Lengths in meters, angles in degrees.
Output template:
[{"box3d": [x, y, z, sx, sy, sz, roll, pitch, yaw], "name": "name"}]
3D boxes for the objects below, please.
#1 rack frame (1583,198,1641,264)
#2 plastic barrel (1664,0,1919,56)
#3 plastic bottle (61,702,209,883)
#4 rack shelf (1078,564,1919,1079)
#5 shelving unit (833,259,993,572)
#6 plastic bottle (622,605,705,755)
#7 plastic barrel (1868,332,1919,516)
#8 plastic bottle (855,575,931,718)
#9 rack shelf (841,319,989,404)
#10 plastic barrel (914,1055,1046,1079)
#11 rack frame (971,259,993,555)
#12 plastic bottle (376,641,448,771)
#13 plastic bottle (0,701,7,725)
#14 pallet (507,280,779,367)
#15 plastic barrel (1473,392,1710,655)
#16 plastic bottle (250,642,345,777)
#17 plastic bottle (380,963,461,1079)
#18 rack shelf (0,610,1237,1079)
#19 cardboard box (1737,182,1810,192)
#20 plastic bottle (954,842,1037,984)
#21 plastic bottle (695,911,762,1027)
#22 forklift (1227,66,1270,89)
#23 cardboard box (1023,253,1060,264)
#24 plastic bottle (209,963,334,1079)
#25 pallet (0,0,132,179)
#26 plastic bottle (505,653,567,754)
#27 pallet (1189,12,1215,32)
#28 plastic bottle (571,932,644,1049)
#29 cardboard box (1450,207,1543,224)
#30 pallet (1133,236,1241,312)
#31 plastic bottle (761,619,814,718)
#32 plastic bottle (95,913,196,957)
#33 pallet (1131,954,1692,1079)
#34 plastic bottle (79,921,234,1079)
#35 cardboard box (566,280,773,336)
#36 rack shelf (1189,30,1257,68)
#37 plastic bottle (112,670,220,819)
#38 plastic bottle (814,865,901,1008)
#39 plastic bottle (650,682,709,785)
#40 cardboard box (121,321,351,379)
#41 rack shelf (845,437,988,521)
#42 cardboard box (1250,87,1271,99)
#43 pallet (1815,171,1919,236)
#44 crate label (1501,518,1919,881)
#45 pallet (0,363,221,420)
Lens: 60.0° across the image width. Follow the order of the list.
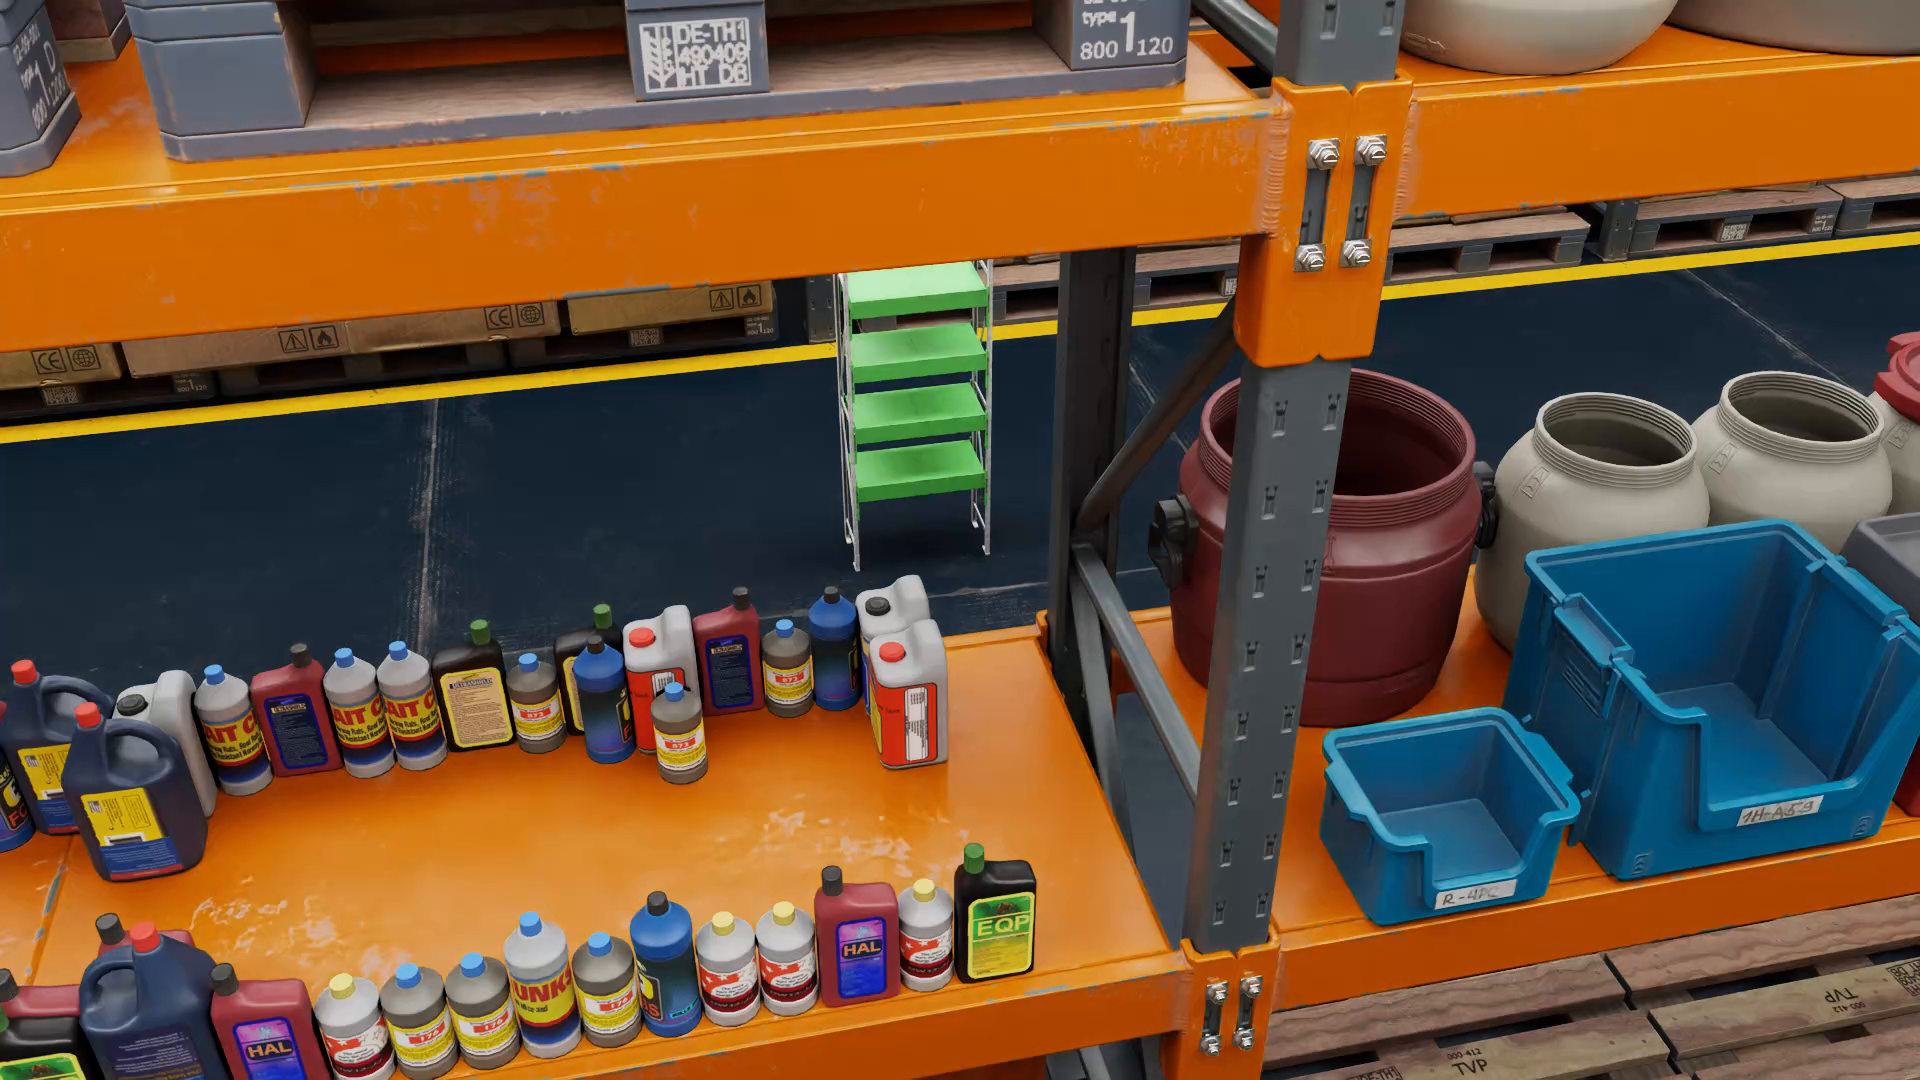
[{"box3d": [3.167, -2.904, 7.885, 0.127, 3.000, 1.000, -7, 35, -11], "name": "rack frame"}, {"box3d": [1.207, -1.157, 2.140, 0.600, 0.901, 0.600, 0, 34, 0], "name": "plastic barrel"}, {"box3d": [-1.480, 0.432, 2.958, 0.185, 0.351, 0.144, -7, 35, -11], "name": "plastic bottle"}, {"box3d": [2.309, 0.333, 3.708, 4.000, 0.370, 1.077, -7, 35, -11], "name": "rack shelf"}, {"box3d": [-0.161, -0.478, 5.885, 0.503, 1.200, 0.258, -7, 35, -11], "name": "shelving unit"}, {"box3d": [-0.586, 0.266, 3.273, 0.135, 0.276, 0.152, -7, 35, -11], "name": "plastic bottle"}, {"box3d": [2.141, -0.126, 3.624, 0.433, 0.535, 0.433, 0, 34, 0], "name": "plastic barrel"}, {"box3d": [-0.135, 0.209, 3.358, 0.135, 0.276, 0.152, -7, 35, -11], "name": "plastic bottle"}, {"box3d": [-0.161, -0.624, 5.787, 0.480, 0.148, 0.258, -7, 35, -11], "name": "rack shelf"}, {"box3d": [-0.115, 1.076, 3.525, 0.708, 0.830, 0.600, -7, 35, -11], "name": "plastic barrel"}, {"box3d": [0.077, -0.508, 5.930, 0.015, 1.200, 0.240, -7, 35, -11], "name": "rack frame"}, {"box3d": [-1.061, 0.312, 3.209, 0.097, 0.271, 0.097, 0, 34, 0], "name": "plastic bottle"}, {"box3d": [-1.809, 0.391, 3.080, 0.133, 0.283, 0.061, -7, 35, -11], "name": "plastic bottle"}, {"box3d": [-1.520, -1.198, 7.846, 1.213, 0.211, 1.003, -7, 35, -11], "name": "pallet"}, {"box3d": [1.315, -0.009, 3.471, 0.421, 0.512, 0.421, 0, 34, 0], "name": "plastic barrel"}, {"box3d": [-1.272, 0.323, 3.181, 0.133, 0.283, 0.061, -7, 35, -11], "name": "plastic bottle"}, {"box3d": [-0.853, 0.749, 2.621, 0.097, 0.201, 0.097, 0, 34, 0], "name": "plastic bottle"}, {"box3d": [-1.592, 0.825, 2.975, 4.000, 0.370, 1.077, -7, 35, -11], "name": "rack shelf"}, {"box3d": [4.123, -2.142, 8.616, 0.500, 0.500, 0.500, 3, 34, 5], "name": "cardboard box"}, {"box3d": [0.058, 0.610, 2.754, 0.133, 0.283, 0.061, -7, 35, -11], "name": "plastic bottle"}, {"box3d": [-0.379, 0.689, 2.710, 0.097, 0.201, 0.097, 0, 34, 0], "name": "plastic bottle"}, {"box3d": [1.672, -4.047, 9.650, 3.031, 2.935, 1.130, -7, 34, -10], "name": "forklift"}, {"box3d": [0.453, -1.725, 7.977, 0.500, 0.500, 0.700, -10, 35, -14], "name": "cardboard box"}, {"box3d": [-1.057, 0.751, 2.544, 0.133, 0.283, 0.061, -7, 35, -11], "name": "plastic bottle"}, {"box3d": [-1.695, -0.686, 2.058, 1.213, 0.211, 1.003, -7, 35, -11], "name": "pallet"}, {"box3d": [-0.836, 0.313, 3.270, 0.097, 0.201, 0.097, 0, 34, 0], "name": "plastic bottle"}, {"box3d": [1.187, -2.598, 7.601, 1.213, 0.211, 1.003, -7, 35, -11], "name": "pallet"}, {"box3d": [-0.569, 0.713, 2.674, 0.097, 0.201, 0.097, 0, 34, 0], "name": "plastic bottle"}, {"box3d": [2.564, -1.984, 8.364, 0.500, 0.500, 0.700, -10, 35, -14], "name": "cardboard box"}, {"box3d": [1.216, -1.497, 8.292, 1.213, 0.211, 1.003, -7, 35, -11], "name": "pallet"}, {"box3d": [-0.349, 0.251, 3.362, 0.097, 0.201, 0.097, 0, 34, 0], "name": "plastic bottle"}, {"box3d": [-1.269, 0.695, 2.627, 0.133, 0.283, 0.061, -7, 35, -11], "name": "plastic bottle"}, {"box3d": [1.122, 1.364, 4.028, 1.213, 0.211, 1.003, -7, 35, -11], "name": "pallet"}, {"box3d": [-1.221, 0.720, 2.530, 0.185, 0.351, 0.144, -7, 35, -11], "name": "plastic bottle"}, {"box3d": [-1.412, -1.630, 7.518, 0.875, 0.875, 1.225, -9, 35, -13], "name": "cardboard box"}, {"box3d": [1.216, -2.359, 7.719, 4.000, 0.370, 1.077, -7, 35, -11], "name": "rack shelf"}, {"box3d": [-1.488, 0.380, 3.104, 0.135, 0.276, 0.152, -7, 35, -11], "name": "plastic bottle"}, {"box3d": [-0.167, 0.639, 2.711, 0.133, 0.283, 0.061, -7, 35, -11], "name": "plastic bottle"}, {"box3d": [-0.541, 0.362, 3.196, 0.097, 0.201, 0.097, 0, 34, 0], "name": "plastic bottle"}, {"box3d": [-3.145, -1.412, 7.192, 0.875, 0.875, 1.225, -8, 35, -12], "name": "cardboard box"}, {"box3d": [-0.161, -0.226, 6.055, 0.480, 0.148, 0.258, -7, 35, -11], "name": "rack shelf"}, {"box3d": [1.549, -1.867, 8.189, 0.500, 0.500, 0.700, -10, 35, -15], "name": "cardboard box"}, {"box3d": [5.007, -1.999, 9.040, 1.213, 0.211, 1.003, -7, 35, -11], "name": "pallet"}, {"box3d": [1.387, 0.290, 3.094, 0.616, 0.435, 0.502, -7, 35, -11], "name": "crate label"}, {"box3d": [-3.900, -0.898, 7.399, 1.213, 0.211, 1.003, -7, 35, -11], "name": "pallet"}]
